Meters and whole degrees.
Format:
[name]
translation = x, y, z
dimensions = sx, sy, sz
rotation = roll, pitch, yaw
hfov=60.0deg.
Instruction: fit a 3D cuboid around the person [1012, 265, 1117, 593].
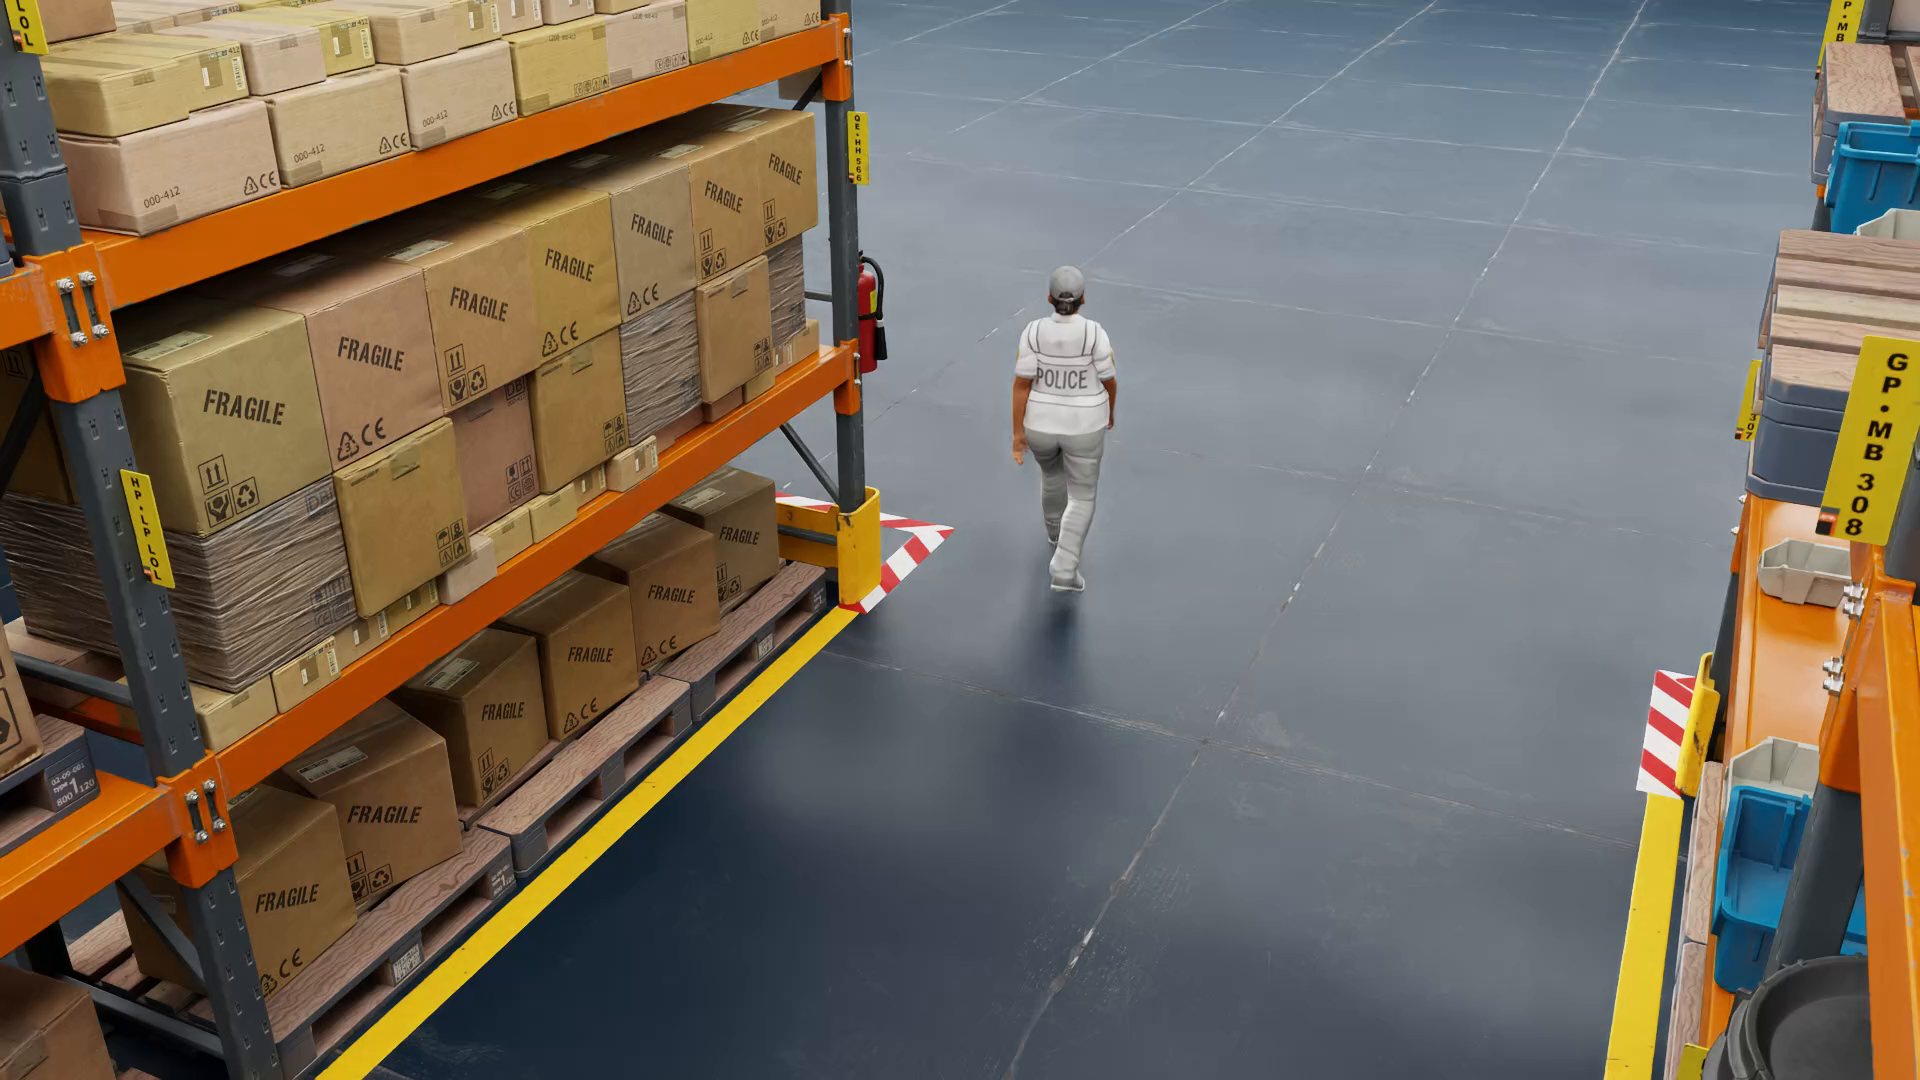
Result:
[person]
translation = 0.522, -0.582, 8.295
dimensions = 0.487, 1.606, 1.031
rotation = 9, 28, 17
